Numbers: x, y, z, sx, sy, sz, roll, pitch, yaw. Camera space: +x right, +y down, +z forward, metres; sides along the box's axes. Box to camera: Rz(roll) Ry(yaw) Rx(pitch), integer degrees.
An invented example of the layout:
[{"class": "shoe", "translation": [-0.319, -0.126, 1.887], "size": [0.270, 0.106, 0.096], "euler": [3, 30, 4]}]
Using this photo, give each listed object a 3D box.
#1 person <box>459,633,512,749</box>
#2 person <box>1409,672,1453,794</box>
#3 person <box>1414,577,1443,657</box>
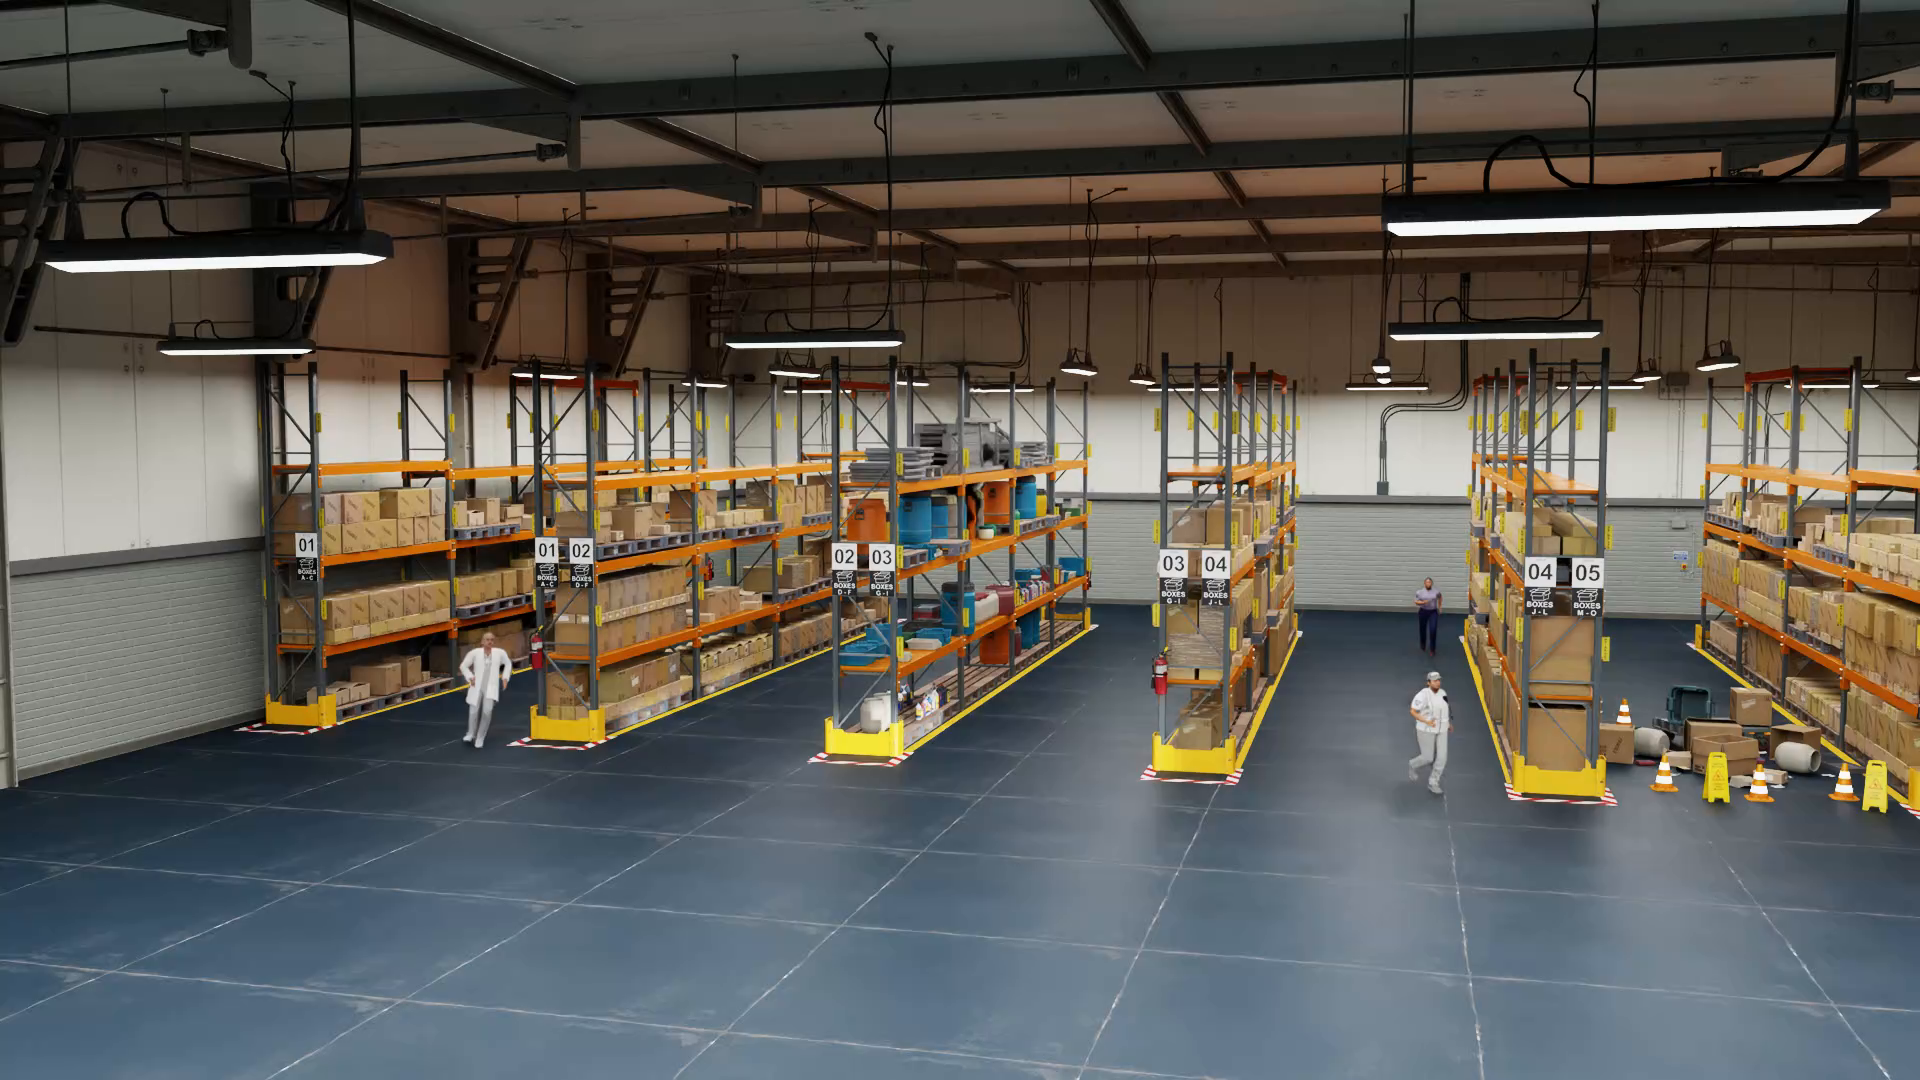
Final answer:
[{"class": "person", "translation": [-7.365, 2.336, 25.804], "size": [0.754, 1.805, 0.714], "euler": [-1, 4, -14]}, {"class": "person", "translation": [6.427, 2.600, 22.686], "size": [0.613, 1.630, 0.623], "euler": [-1, 4, -17]}, {"class": "person", "translation": [10.118, 1.652, 35.935], "size": [0.590, 1.701, 0.862], "euler": [1, 4, 15]}]
